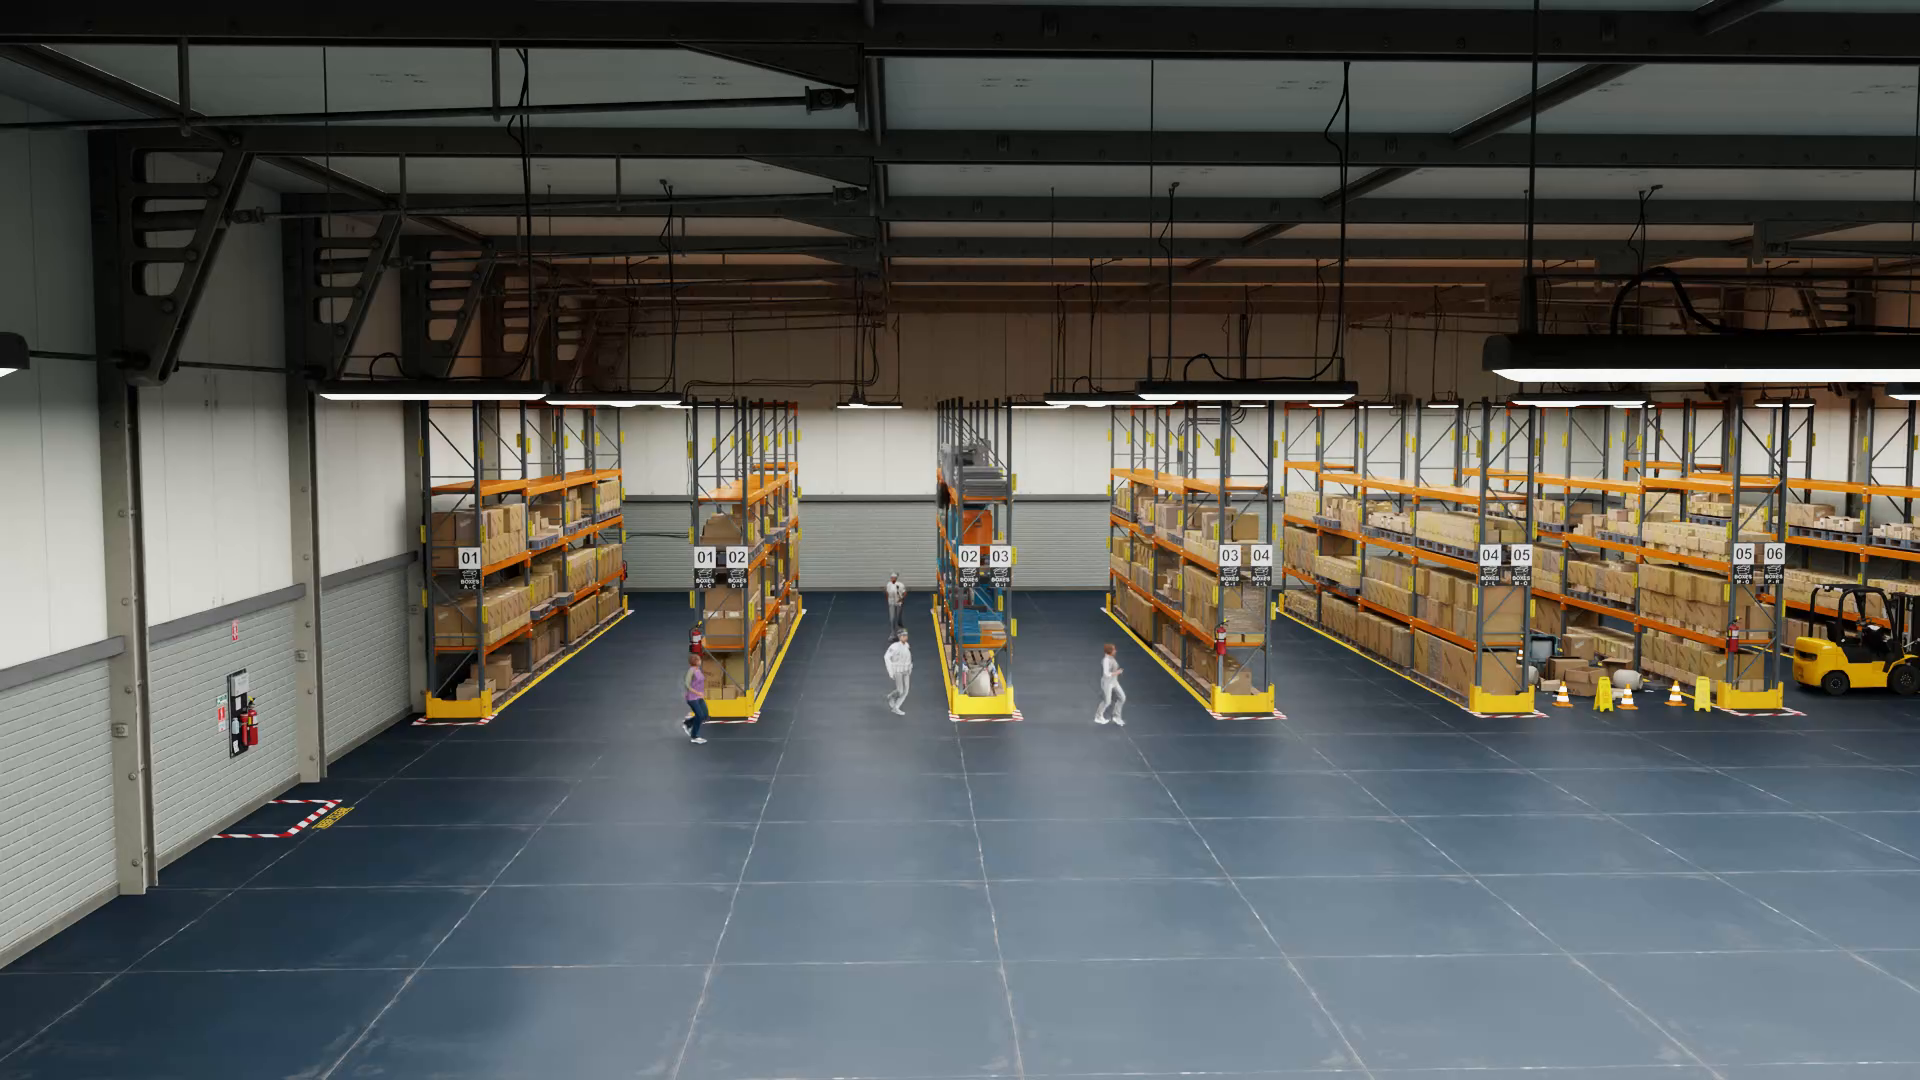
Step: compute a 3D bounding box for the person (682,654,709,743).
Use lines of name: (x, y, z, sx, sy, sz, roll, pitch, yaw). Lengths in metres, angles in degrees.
person: (-4.598, 2.736, 28.666, 0.545, 1.562, 0.560, 1, 5, 17)

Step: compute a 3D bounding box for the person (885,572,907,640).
person: (-1.607, 1.640, 41.999, 0.582, 1.717, 0.777, 1, 4, 11)

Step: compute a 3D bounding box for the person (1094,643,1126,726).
person: (2.669, 2.623, 30.100, 0.629, 1.572, 0.648, 2, 5, 29)

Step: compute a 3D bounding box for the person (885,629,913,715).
person: (-1.177, 2.482, 31.484, 0.657, 1.633, 0.513, -4, 6, -41)
